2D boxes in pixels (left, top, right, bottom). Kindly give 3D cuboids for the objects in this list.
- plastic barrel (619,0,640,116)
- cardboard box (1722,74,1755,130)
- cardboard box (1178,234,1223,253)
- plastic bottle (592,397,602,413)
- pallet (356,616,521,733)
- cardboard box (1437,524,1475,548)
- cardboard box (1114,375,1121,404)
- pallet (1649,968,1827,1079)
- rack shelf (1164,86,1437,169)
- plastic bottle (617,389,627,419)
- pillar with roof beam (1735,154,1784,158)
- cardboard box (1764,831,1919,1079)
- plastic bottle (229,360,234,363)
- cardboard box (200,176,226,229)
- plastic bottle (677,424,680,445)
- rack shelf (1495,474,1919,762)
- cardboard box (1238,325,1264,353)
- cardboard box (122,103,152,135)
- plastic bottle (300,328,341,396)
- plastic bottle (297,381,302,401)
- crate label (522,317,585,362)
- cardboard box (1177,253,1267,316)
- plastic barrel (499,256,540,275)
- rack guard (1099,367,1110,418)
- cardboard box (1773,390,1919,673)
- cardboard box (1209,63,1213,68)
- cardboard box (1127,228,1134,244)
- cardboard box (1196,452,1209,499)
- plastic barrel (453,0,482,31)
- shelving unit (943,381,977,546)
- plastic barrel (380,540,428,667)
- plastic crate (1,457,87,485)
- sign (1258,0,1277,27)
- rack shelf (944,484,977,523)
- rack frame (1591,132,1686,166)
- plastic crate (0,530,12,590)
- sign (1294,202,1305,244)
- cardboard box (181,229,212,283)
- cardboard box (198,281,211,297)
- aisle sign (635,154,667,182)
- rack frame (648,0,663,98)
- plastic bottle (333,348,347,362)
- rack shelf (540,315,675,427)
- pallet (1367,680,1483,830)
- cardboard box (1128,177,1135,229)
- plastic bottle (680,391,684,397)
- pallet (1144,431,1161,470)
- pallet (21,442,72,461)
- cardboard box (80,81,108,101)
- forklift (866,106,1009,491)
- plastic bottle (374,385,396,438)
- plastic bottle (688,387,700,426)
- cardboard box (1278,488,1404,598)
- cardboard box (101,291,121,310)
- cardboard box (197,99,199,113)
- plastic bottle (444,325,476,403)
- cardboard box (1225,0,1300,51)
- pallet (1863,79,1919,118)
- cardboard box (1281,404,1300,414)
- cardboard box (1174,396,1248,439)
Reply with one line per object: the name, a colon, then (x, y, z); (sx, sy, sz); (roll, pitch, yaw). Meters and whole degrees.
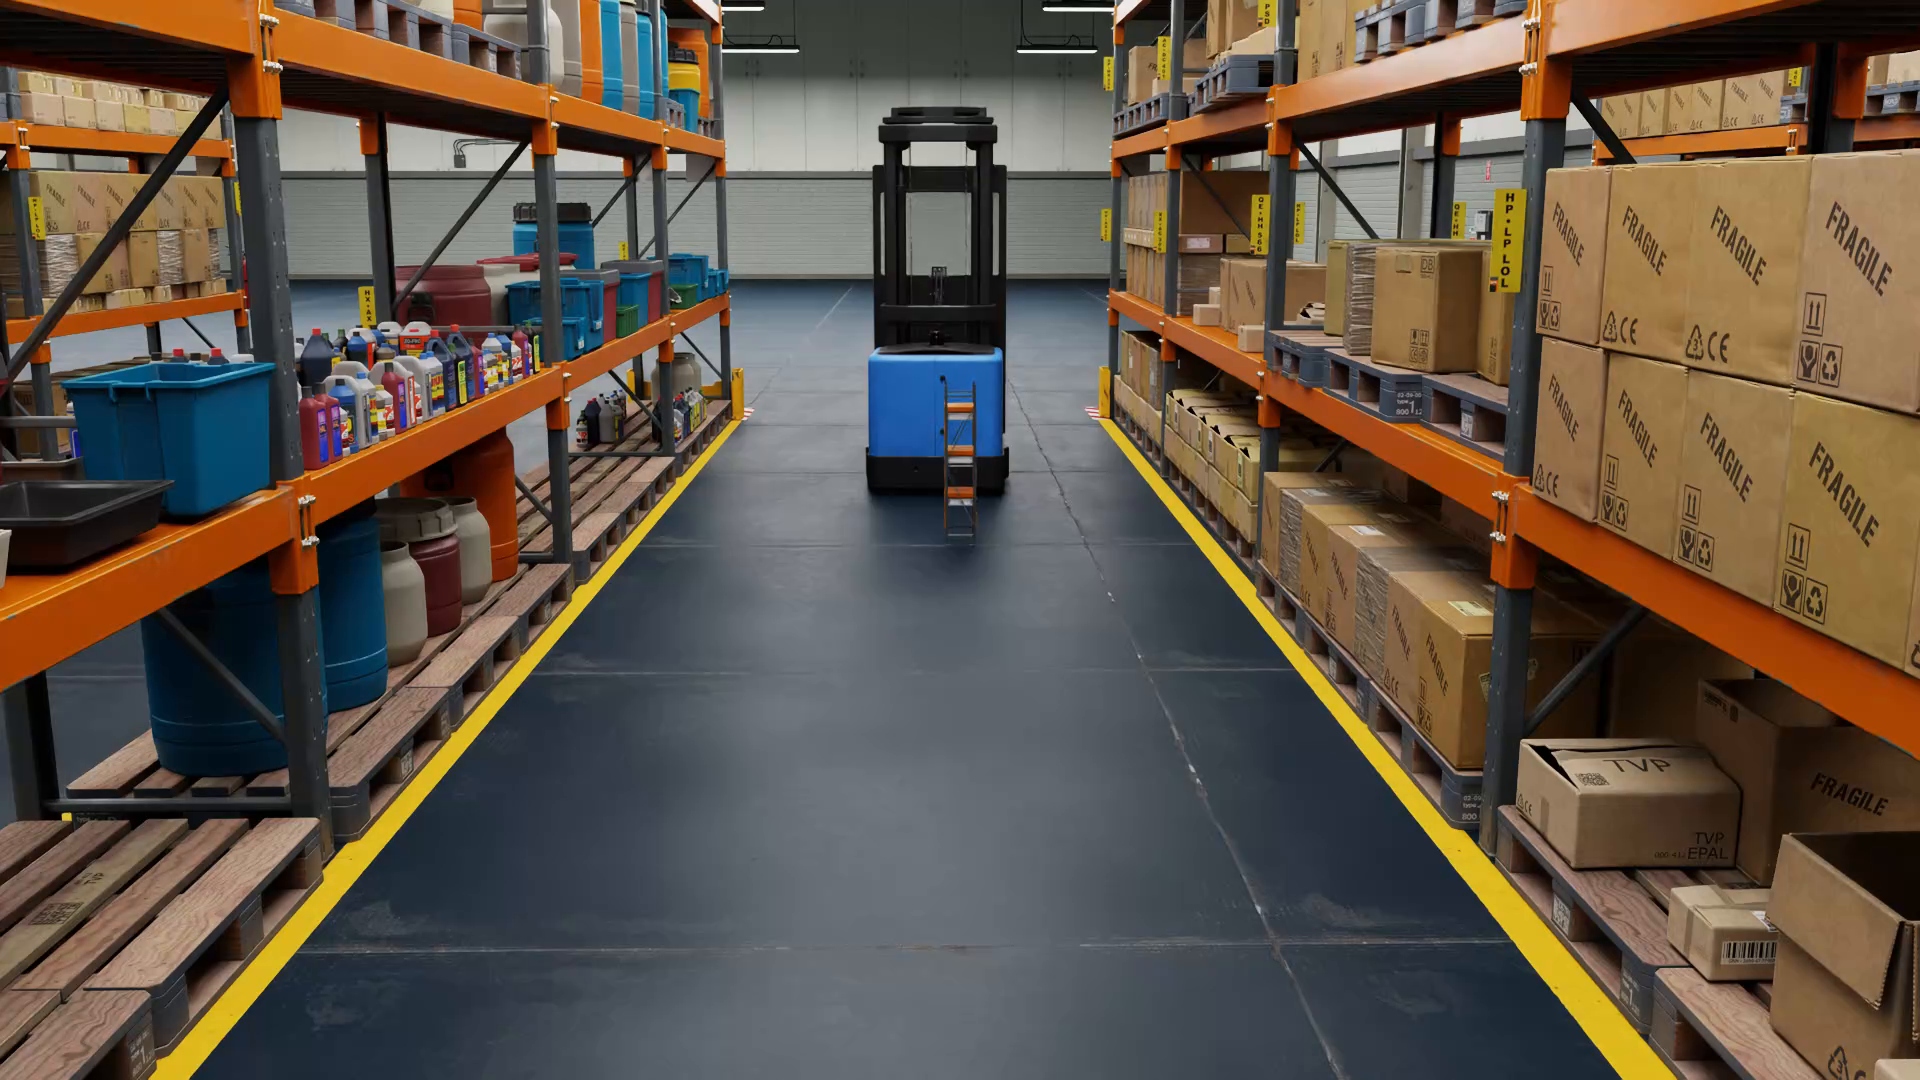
plastic barrel: (-2.571, -3.448, 11.705); (0.600, 0.901, 0.600); (0, 11, 0)
cardboard box: (6.837, -3.732, 14.064); (0.500, 0.500, 0.500); (-1, 12, -6)
cardboard box: (1.920, -2.402, 13.472); (0.380, 0.149, 0.250); (0, 11, -1)
plastic bottle: (-3.118, -1.045, 14.221); (0.144, 0.351, 0.185); (-1, 11, -4)
pallet: (-2.649, 0.598, 7.582); (1.003, 0.211, 1.213); (0, 11, -1)
cardboard box: (2.504, 0.215, 7.637); (0.500, 0.500, 0.500); (-1, 11, -3)
cardboard box: (1.846, -1.528, 16.905); (0.500, 0.250, 0.500); (0, 11, -1)
pallet: (2.347, 1.355, 3.852); (1.003, 0.211, 1.213); (0, 11, -1)
rack shelf: (2.181, -2.702, 11.098); (1.077, 0.370, 4.000); (0, 11, -1)
plastic bottle: (-3.169, -1.274, 15.552); (0.097, 0.271, 0.097); (0, 11, 0)
pillar with roof beam: (3.585, -5.585, 15.956); (9.100, 9.000, 0.400); (0, 11, -1)
cardboard box: (2.349, 0.990, 3.810); (0.797, 0.503, 0.637); (0, 11, -1)
plastic bottle: (-2.999, -0.588, 6.725); (0.152, 0.276, 0.135); (0, 11, -1)
cardboard box: (-7.588, -3.314, 16.334); (0.500, 0.500, 0.500); (0, 11, -1)
plastic bottle: (-2.383, -0.892, 13.843); (0.097, 0.201, 0.097); (0, 11, 0)
rack shelf: (2.347, 0.358, 3.558); (1.077, 0.370, 4.000); (0, 11, -1)
cardboard box: (1.928, -1.241, 10.266); (0.380, 0.149, 0.250); (0, 11, -1)
cardboard box: (-7.552, -3.738, 14.772); (0.500, 0.250, 0.500); (0, 11, -2)
plastic bottle: (-2.867, -0.776, 7.462); (0.144, 0.351, 0.185); (0, 11, -1)
plastic bottle: (-2.331, -0.427, 5.745); (0.144, 0.351, 0.185); (0, 11, -1)
crate label: (-2.364, -1.171, 9.705); (0.303, 0.233, 0.416); (0, 11, -1)
cardboard box: (2.125, -2.119, 13.709); (0.700, 0.500, 0.500); (-1, 11, -3)
plastic barrel: (-2.997, -1.692, 11.514); (0.433, 0.535, 0.433); (0, 11, 0)
rack guard: (2.057, -1.557, 17.476); (1.175, 0.500, 0.348); (0, 11, -1)
cardboard box: (2.077, -0.036, 3.441); (0.500, 0.500, 0.500); (0, 11, -2)
cardboard box: (2.382, -3.891, 13.967); (0.500, 0.311, 0.500); (-1, 12, -4)
cardboard box: (1.858, -3.013, 16.482); (0.380, 0.149, 0.250); (-1, 11, -3)
cardboard box: (1.933, -0.453, 11.609); (0.500, 0.250, 0.500); (0, 11, 0)
plastic barrel: (-2.721, -2.941, 8.329); (0.600, 0.830, 0.708); (0, 11, -1)
shelving unit: (0.001, -0.504, 10.902); (0.215, 1.050, 0.252); (0, 11, -1)
plastic barrel: (-2.578, 0.280, 7.337); (0.421, 0.512, 0.421); (0, 11, 0)
plastic crate: (-2.780, -0.179, 4.910); (0.396, 0.136, 0.243); (0, 11, -1)
sign: (1.668, -2.948, 9.004); (0.100, 0.325, 0.005); (0, 11, -1)
rack shelf: (0.001, -0.221, 10.960); (0.215, 0.259, 0.240); (0, 11, -1)
rack frame: (7.010, -2.798, 17.308); (1.000, 3.000, 0.127); (0, 11, -1)
plastic crate: (-2.310, 0.073, 3.669); (0.293, 0.136, 0.466); (0, 11, -1)
sign: (2.682, -2.515, 13.198); (0.100, 0.325, 0.005); (0, 11, -1)
cardboard box: (-7.733, -2.724, 15.940); (0.875, 0.500, 0.500); (0, 11, -1)
cardboard box: (-7.573, -2.459, 16.268); (0.380, 0.149, 0.250); (0, 11, -1)
aisle sign: (-3.189, -4.045, 16.913); (0.394, 0.787, 0.004); (0, 11, -1)
rack frame: (-2.812, -4.903, 12.591); (1.000, 3.000, 0.127); (0, 11, -1)
plastic bottle: (-3.057, -0.841, 8.159); (0.097, 0.201, 0.097); (0, 11, 0)
rack shelf: (-2.771, -1.212, 11.300); (1.077, 0.370, 4.000); (0, 11, -1)
pallet: (2.251, 0.813, 6.519); (1.003, 0.211, 1.213); (0, 11, -1)
cardboard box: (2.055, -3.359, 16.555); (0.700, 0.500, 0.500); (0, 11, -1)
plastic bottle: (-2.547, -1.228, 15.293); (0.061, 0.283, 0.133); (0, 11, -1)
pallet: (2.166, -0.774, 14.342); (1.003, 0.211, 1.213); (0, 11, -1)
pallet: (-7.813, -0.709, 14.022); (1.003, 0.211, 1.213); (0, 11, -1)
cardboard box: (-7.487, -3.808, 14.117); (0.380, 0.149, 0.250); (0, 11, -2)
forklift: (-0.159, -2.064, 13.860); (1.130, 2.935, 3.031); (0, 11, 1)
plastic bottle: (-2.262, -0.503, 6.494); (0.097, 0.201, 0.097); (0, 11, 0)
plastic bottle: (-2.431, -1.201, 14.990); (0.144, 0.351, 0.185); (0, 11, 1)
cardboard box: (1.963, 0.018, 8.605); (0.500, 0.500, 0.500); (-1, 11, -3)
cardboard box: (-7.472, -2.062, 14.309); (0.380, 0.149, 0.250); (0, 11, -1)
cardboard box: (-7.641, -4.223, 16.161); (0.380, 0.149, 0.250); (-1, 11, -3)
plastic bottle: (-2.309, -0.805, 7.609); (0.144, 0.351, 0.185); (0, 11, -1)
cardboard box: (2.148, -3.716, 11.722); (0.500, 0.500, 0.500); (1, 12, 4)
pallet: (7.023, -3.052, 11.486); (1.213, 0.211, 1.003); (0, 11, -1)
cardboard box: (2.460, -0.833, 12.071); (0.500, 0.311, 0.500); (0, 11, -1)
cardboard box: (1.905, -0.932, 12.560); (0.500, 0.311, 0.500); (0, 11, -2)
